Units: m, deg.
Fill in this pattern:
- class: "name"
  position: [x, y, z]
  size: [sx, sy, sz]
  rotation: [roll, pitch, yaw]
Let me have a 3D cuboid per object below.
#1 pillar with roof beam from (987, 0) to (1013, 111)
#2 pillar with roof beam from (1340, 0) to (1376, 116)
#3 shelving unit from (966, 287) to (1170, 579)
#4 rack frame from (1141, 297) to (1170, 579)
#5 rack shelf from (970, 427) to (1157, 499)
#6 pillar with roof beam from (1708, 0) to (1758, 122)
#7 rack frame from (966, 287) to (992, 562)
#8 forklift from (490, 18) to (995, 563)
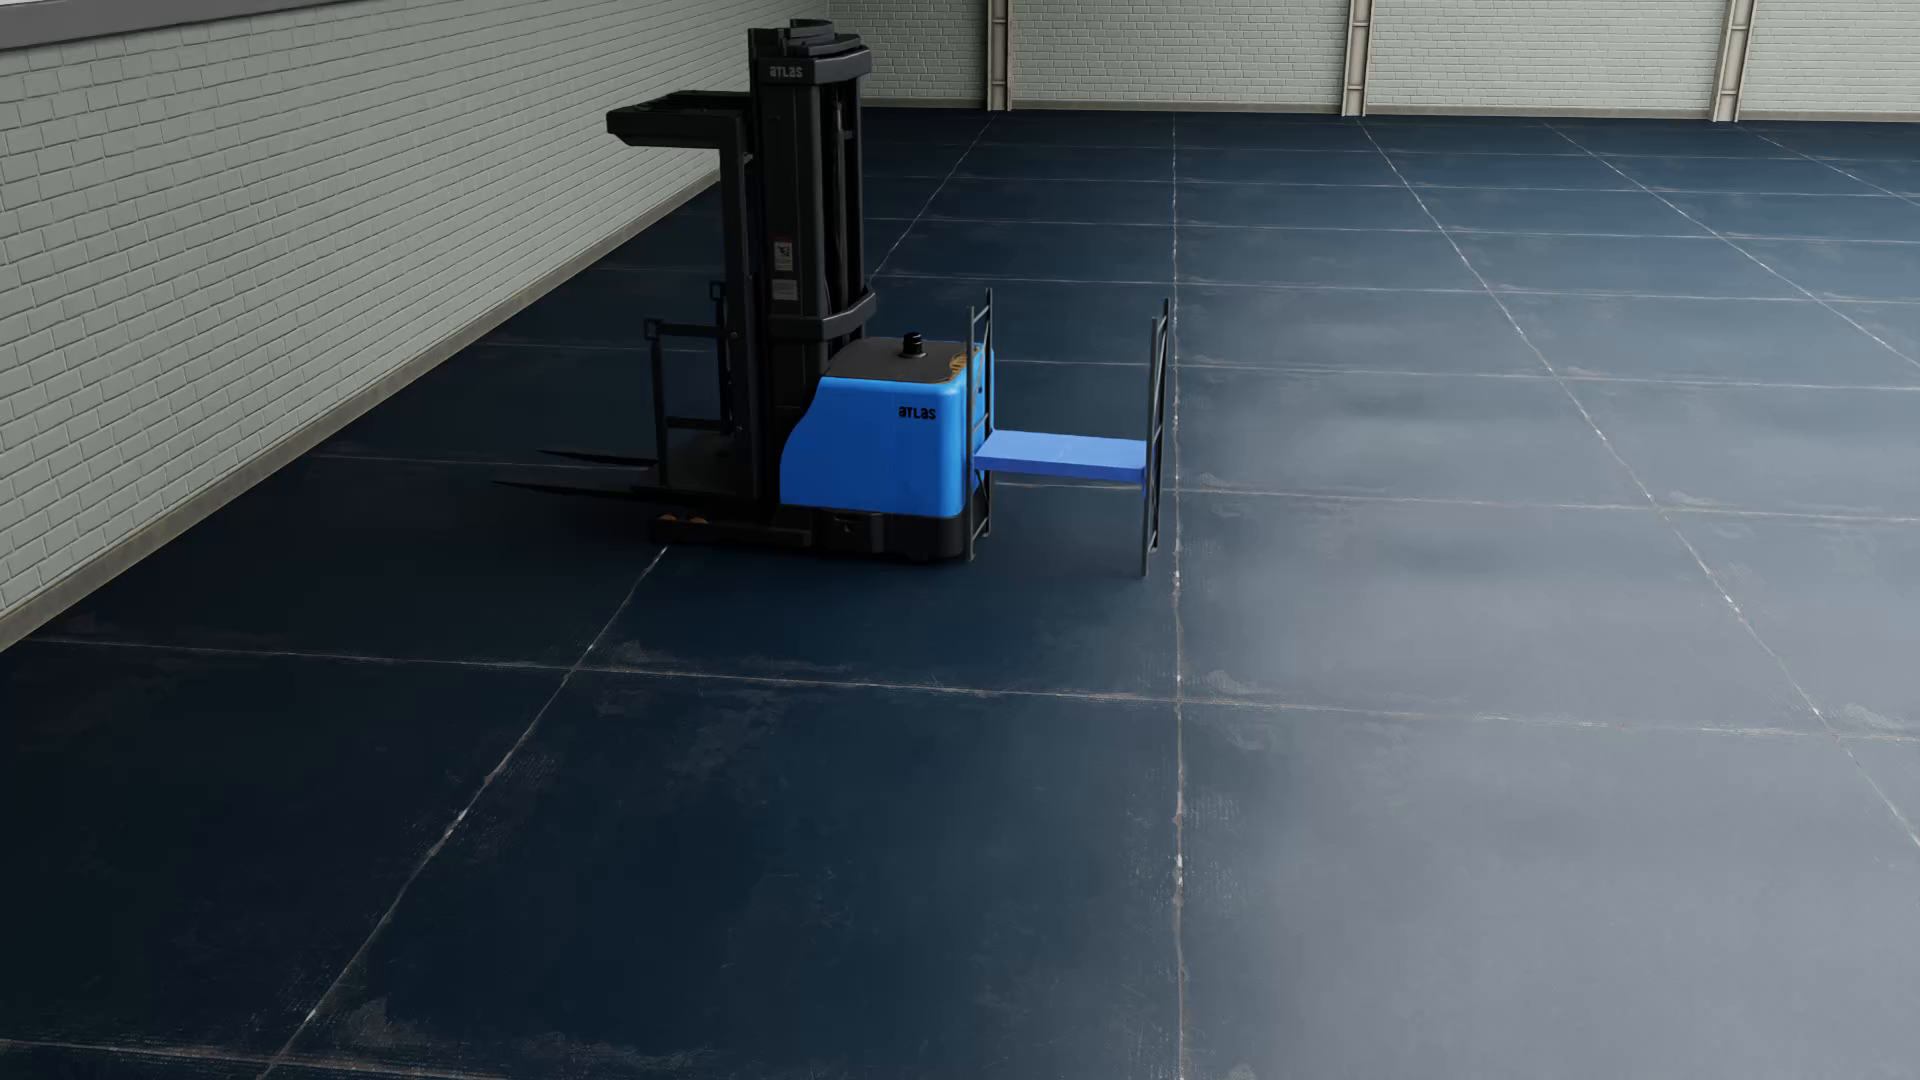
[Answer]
- class: "pillar with roof beam"
  position: [0.177, -10.068, 23.168]
  size: [0.400, 9.000, 9.100]
  rotation: [2, 22, 6]
- class: "pillar with roof beam"
  position: [6.135, -9.809, 22.511]
  size: [0.400, 9.000, 9.100]
  rotation: [2, 22, 6]
- class: "shelving unit"
  position: [0.603, -0.613, 9.451]
  size: [1.048, 1.500, 0.538]
  rotation: [5, 22, 13]
- class: "rack frame"
  position: [1.096, -0.568, 9.337]
  size: [0.032, 1.500, 0.500]
  rotation: [5, 22, 13]
- class: "rack shelf"
  position: [0.603, -0.446, 9.518]
  size: [1.000, 0.185, 0.538]
  rotation: [5, 22, 13]
- class: "pillar with roof beam"
  position: [12.093, -9.549, 21.854]
  size: [0.400, 9.000, 9.100]
  rotation: [2, 22, 6]
- class: "rack frame"
  position: [0.110, -0.659, 9.566]
  size: [0.032, 1.500, 0.500]
  rotation: [5, 22, 13]
- class: "forklift"
  position: [-1.358, -1.509, 9.770]
  size: [3.031, 2.935, 1.130]
  rotation: [5, 22, 13]
